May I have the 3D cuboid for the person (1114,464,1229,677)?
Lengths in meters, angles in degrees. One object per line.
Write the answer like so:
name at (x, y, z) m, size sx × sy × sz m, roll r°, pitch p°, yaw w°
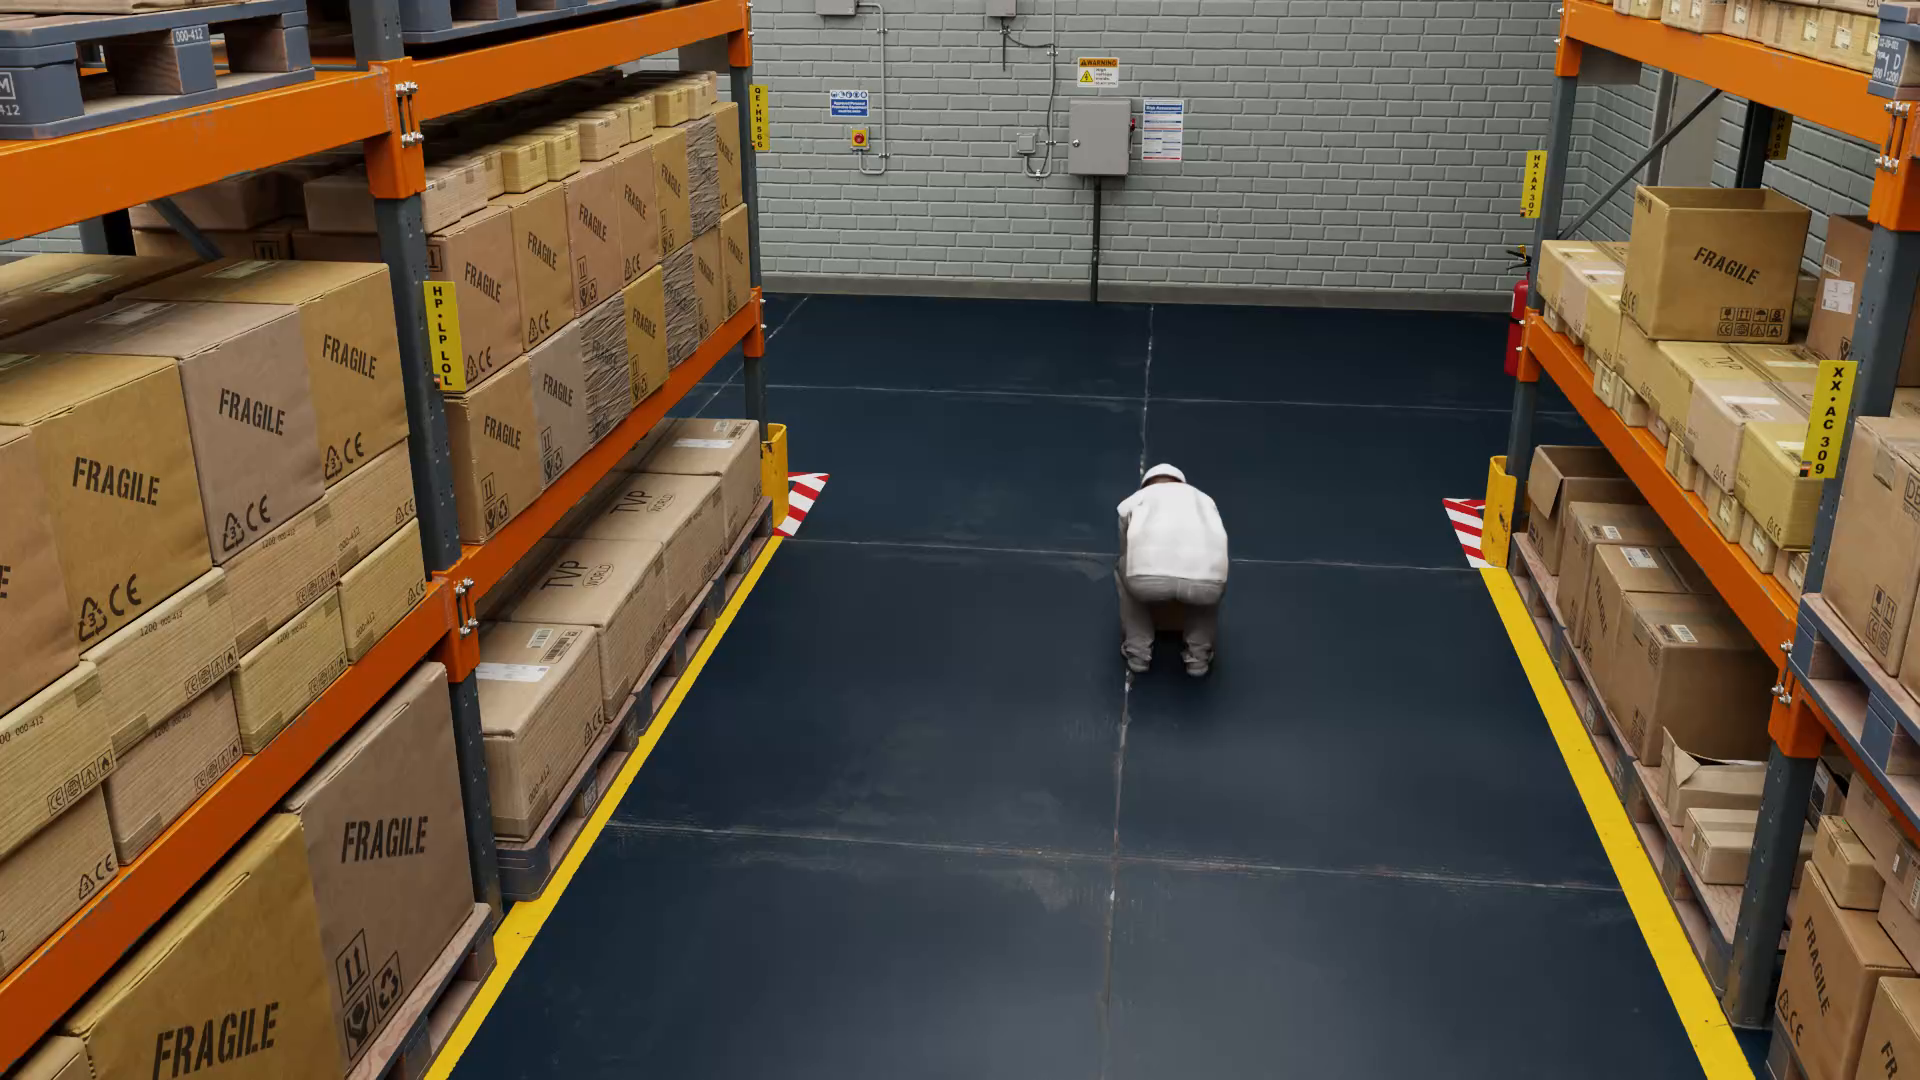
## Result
person at (0.958, 0.136, 7.605) m, size 0.504 × 0.795 × 0.994 m, roll 2°, pitch 21°, yaw 5°
